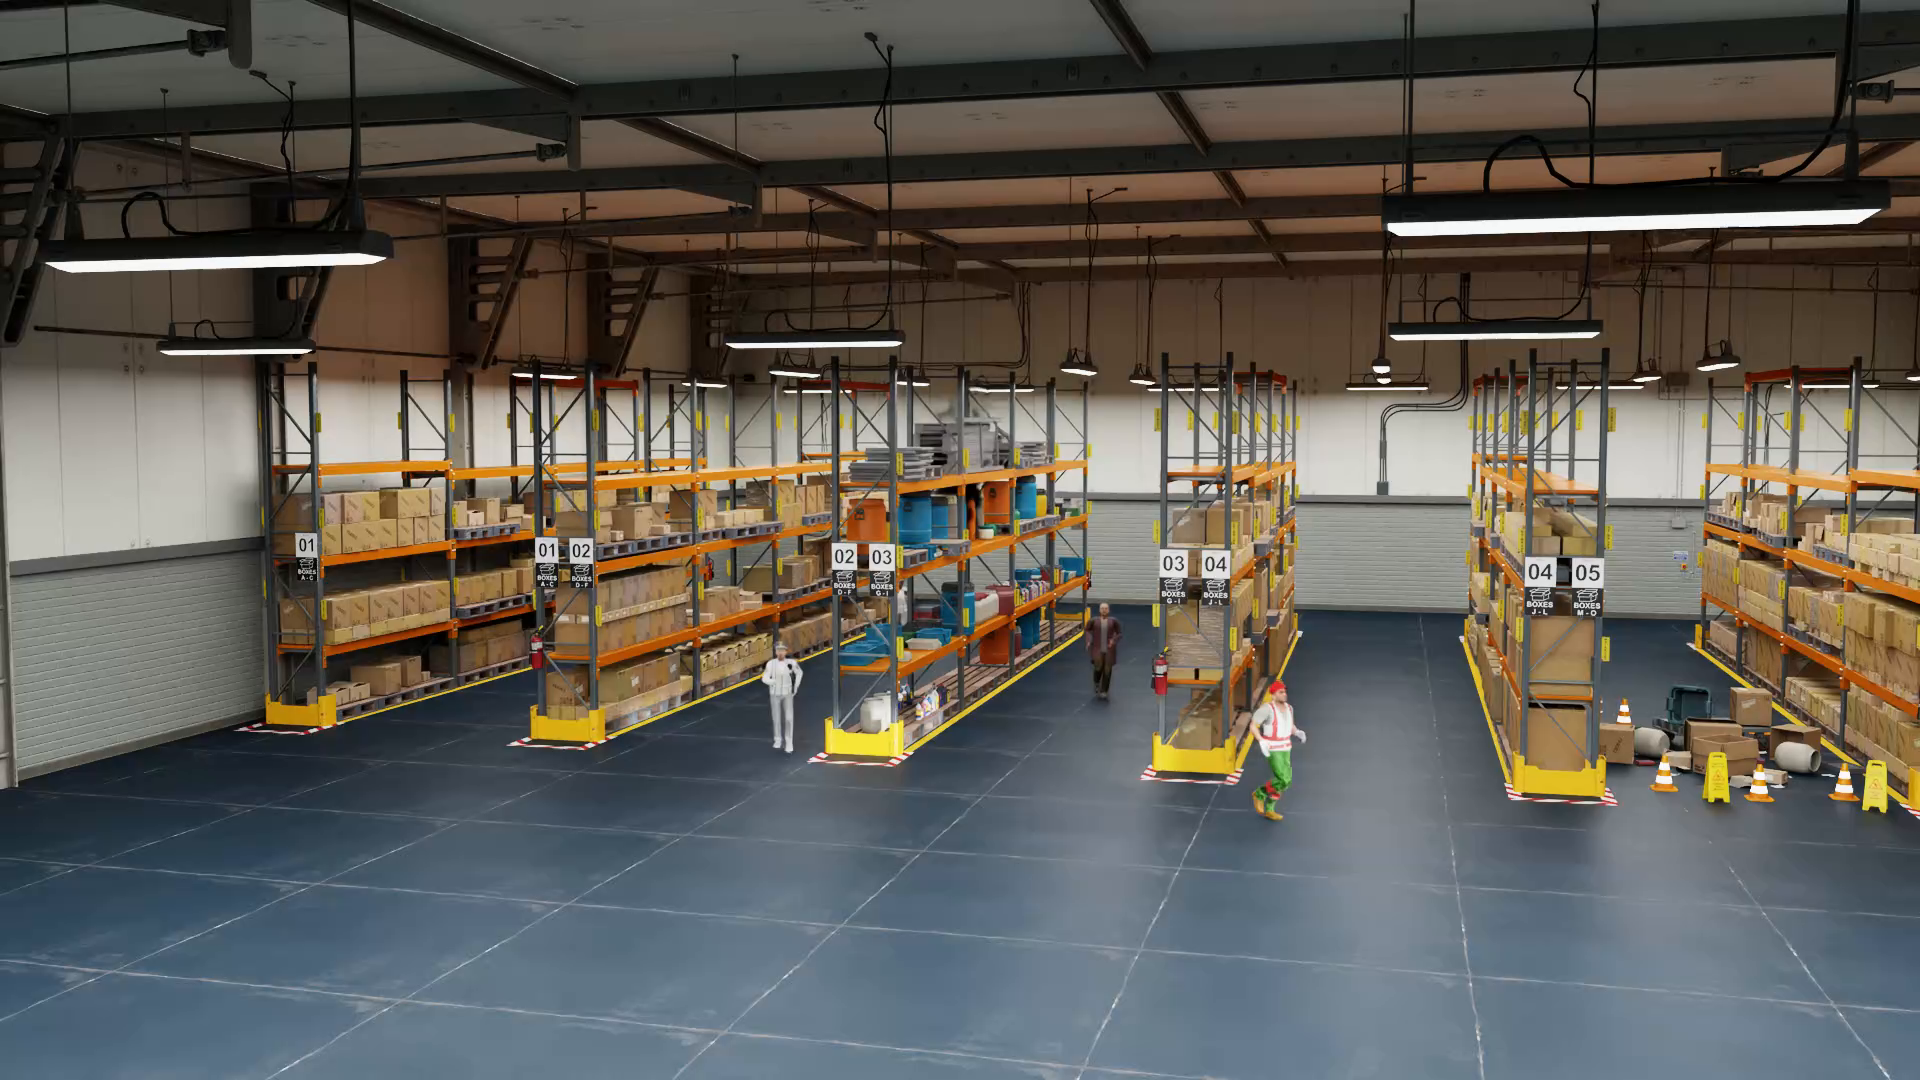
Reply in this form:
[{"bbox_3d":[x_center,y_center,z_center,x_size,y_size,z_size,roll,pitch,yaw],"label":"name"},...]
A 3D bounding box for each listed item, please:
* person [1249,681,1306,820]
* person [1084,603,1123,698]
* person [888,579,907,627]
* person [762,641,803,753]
[{"bbox_3d":[4.035,2.654,20.961,0.637,1.749,0.607,-3,5,-38],"label":"person"},{"bbox_3d":[2.603,2.058,30.209,0.704,1.639,0.628,0,4,2],"label":"person"},{"bbox_3d":[-1.304,1.623,36.094,0.519,1.741,0.810,0,4,7],"label":"person"},{"bbox_3d":[-2.696,2.390,25.271,0.611,1.735,0.640,0,4,-5],"label":"person"}]
